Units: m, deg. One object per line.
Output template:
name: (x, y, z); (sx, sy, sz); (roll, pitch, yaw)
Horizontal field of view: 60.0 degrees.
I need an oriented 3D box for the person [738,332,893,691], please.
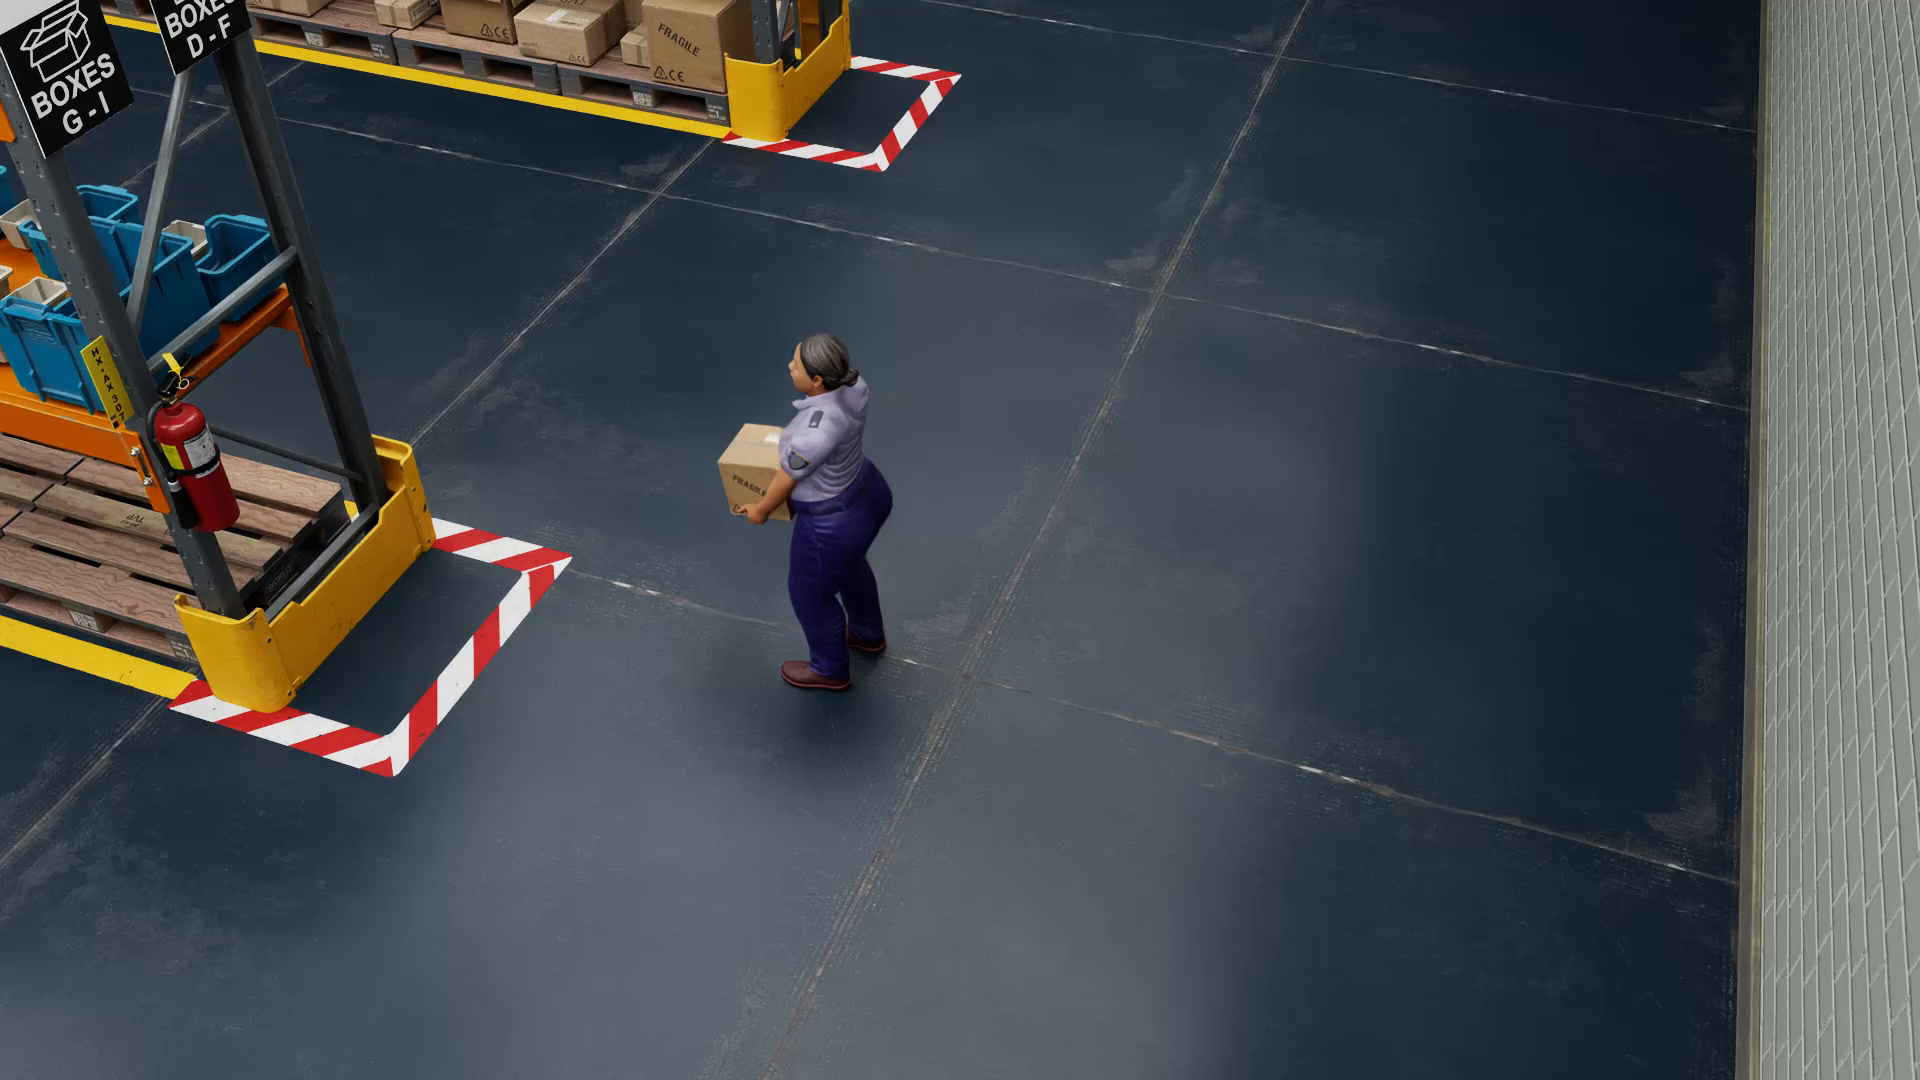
person: (-0.546, -0.108, 6.300); (0.528, 1.647, 0.435); (13, 43, 14)
